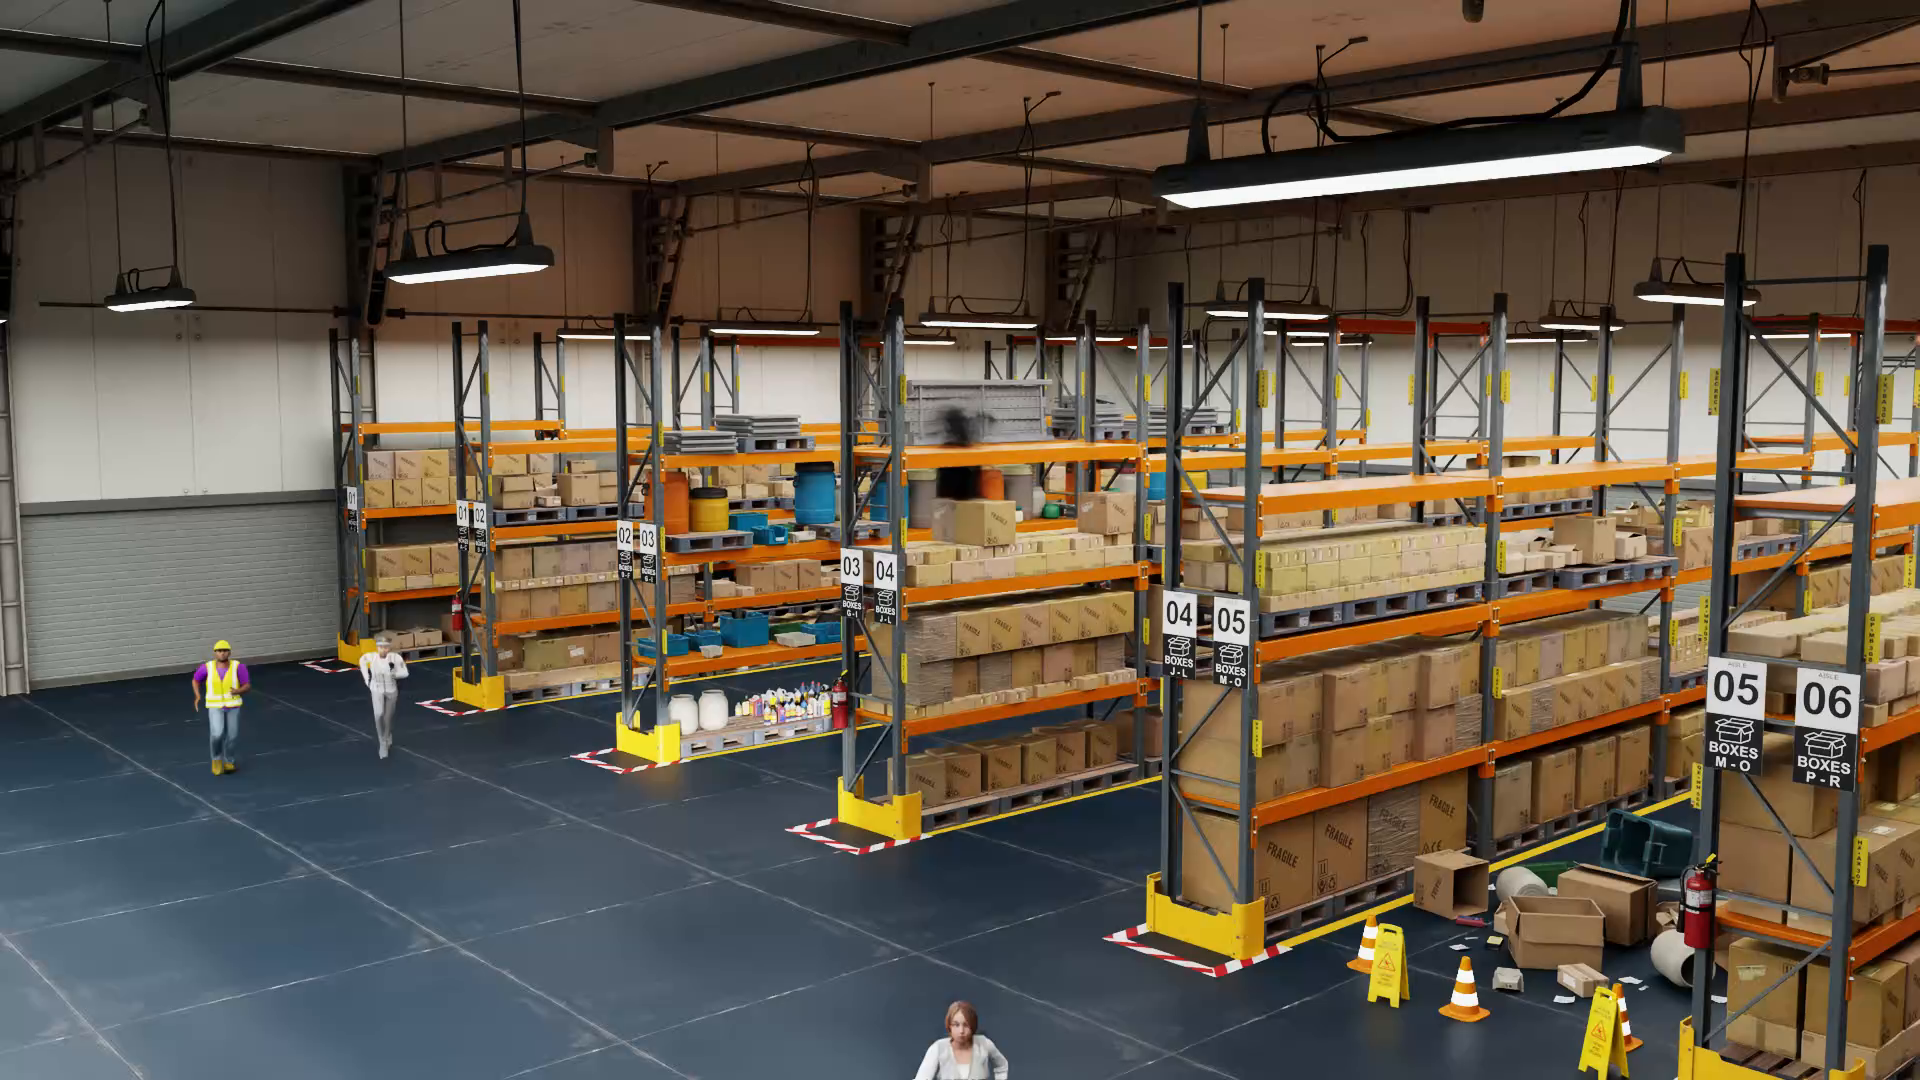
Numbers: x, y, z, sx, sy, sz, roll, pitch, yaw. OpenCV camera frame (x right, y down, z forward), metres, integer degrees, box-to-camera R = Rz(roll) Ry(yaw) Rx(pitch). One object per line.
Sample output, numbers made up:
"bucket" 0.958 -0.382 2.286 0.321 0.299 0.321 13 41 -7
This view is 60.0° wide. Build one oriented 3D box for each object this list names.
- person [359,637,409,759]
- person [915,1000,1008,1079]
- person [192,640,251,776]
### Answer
"person" -7.877 2.106 22.770 0.619 1.672 0.918 -2 6 -21
"person" 0.002 3.458 9.556 0.565 1.494 0.859 0 6 -2
"person" -9.513 2.169 21.470 0.674 1.754 0.683 -3 6 -28
